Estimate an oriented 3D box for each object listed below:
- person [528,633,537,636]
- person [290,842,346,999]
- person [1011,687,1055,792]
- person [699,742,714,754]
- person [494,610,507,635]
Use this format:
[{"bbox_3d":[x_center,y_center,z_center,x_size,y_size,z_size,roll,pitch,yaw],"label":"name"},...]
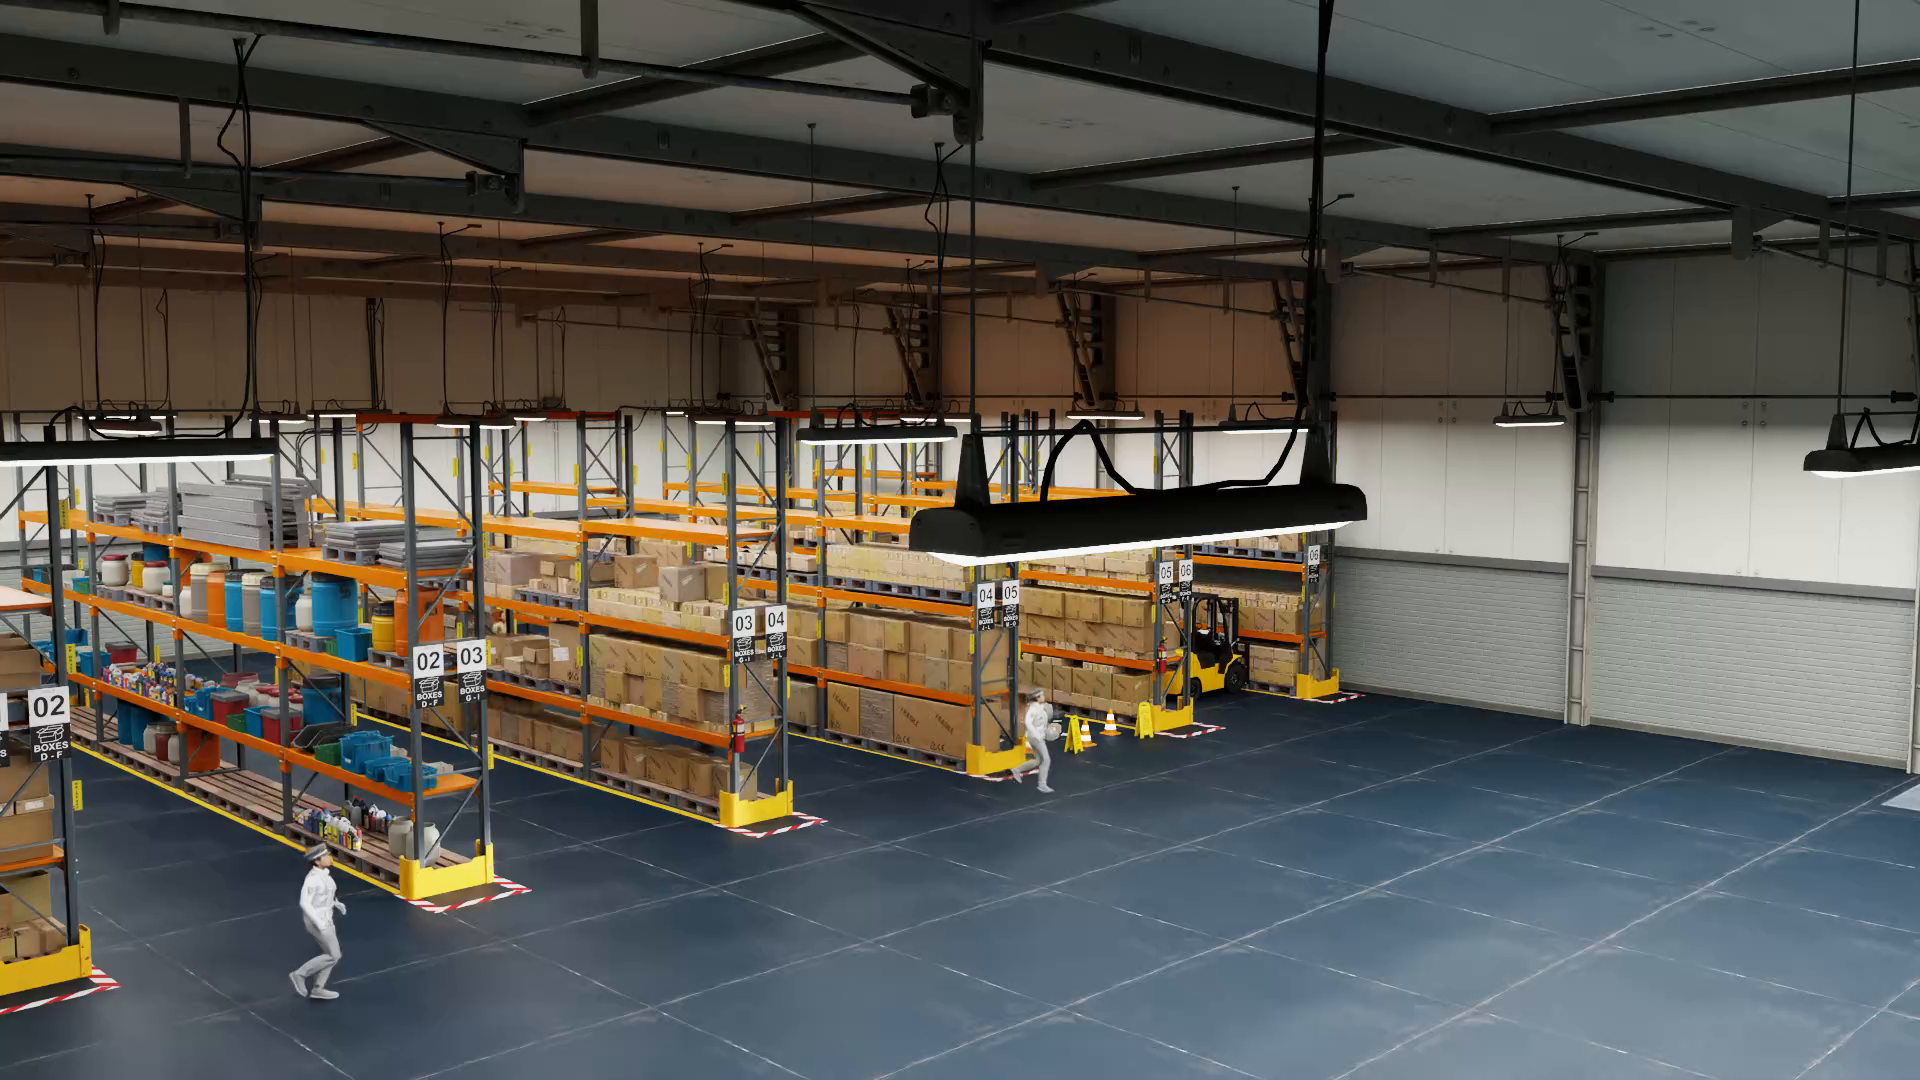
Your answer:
[{"bbox_3d":[-8.348,2.676,32.588,0.589,1.723,0.687,-5,7,-43],"label":"person"},{"bbox_3d":[-6.744,3.993,17.453,0.546,1.666,0.636,-1,5,-13],"label":"person"},{"bbox_3d":[1.189,3.203,26.779,0.732,1.675,0.665,1,5,12],"label":"person"},{"bbox_3d":[-4.365,2.922,29.561,0.704,1.738,0.631,4,6,37],"label":"person"},{"bbox_3d":[-9.928,2.349,36.285,0.582,1.672,0.843,-4,6,-37],"label":"person"}]
